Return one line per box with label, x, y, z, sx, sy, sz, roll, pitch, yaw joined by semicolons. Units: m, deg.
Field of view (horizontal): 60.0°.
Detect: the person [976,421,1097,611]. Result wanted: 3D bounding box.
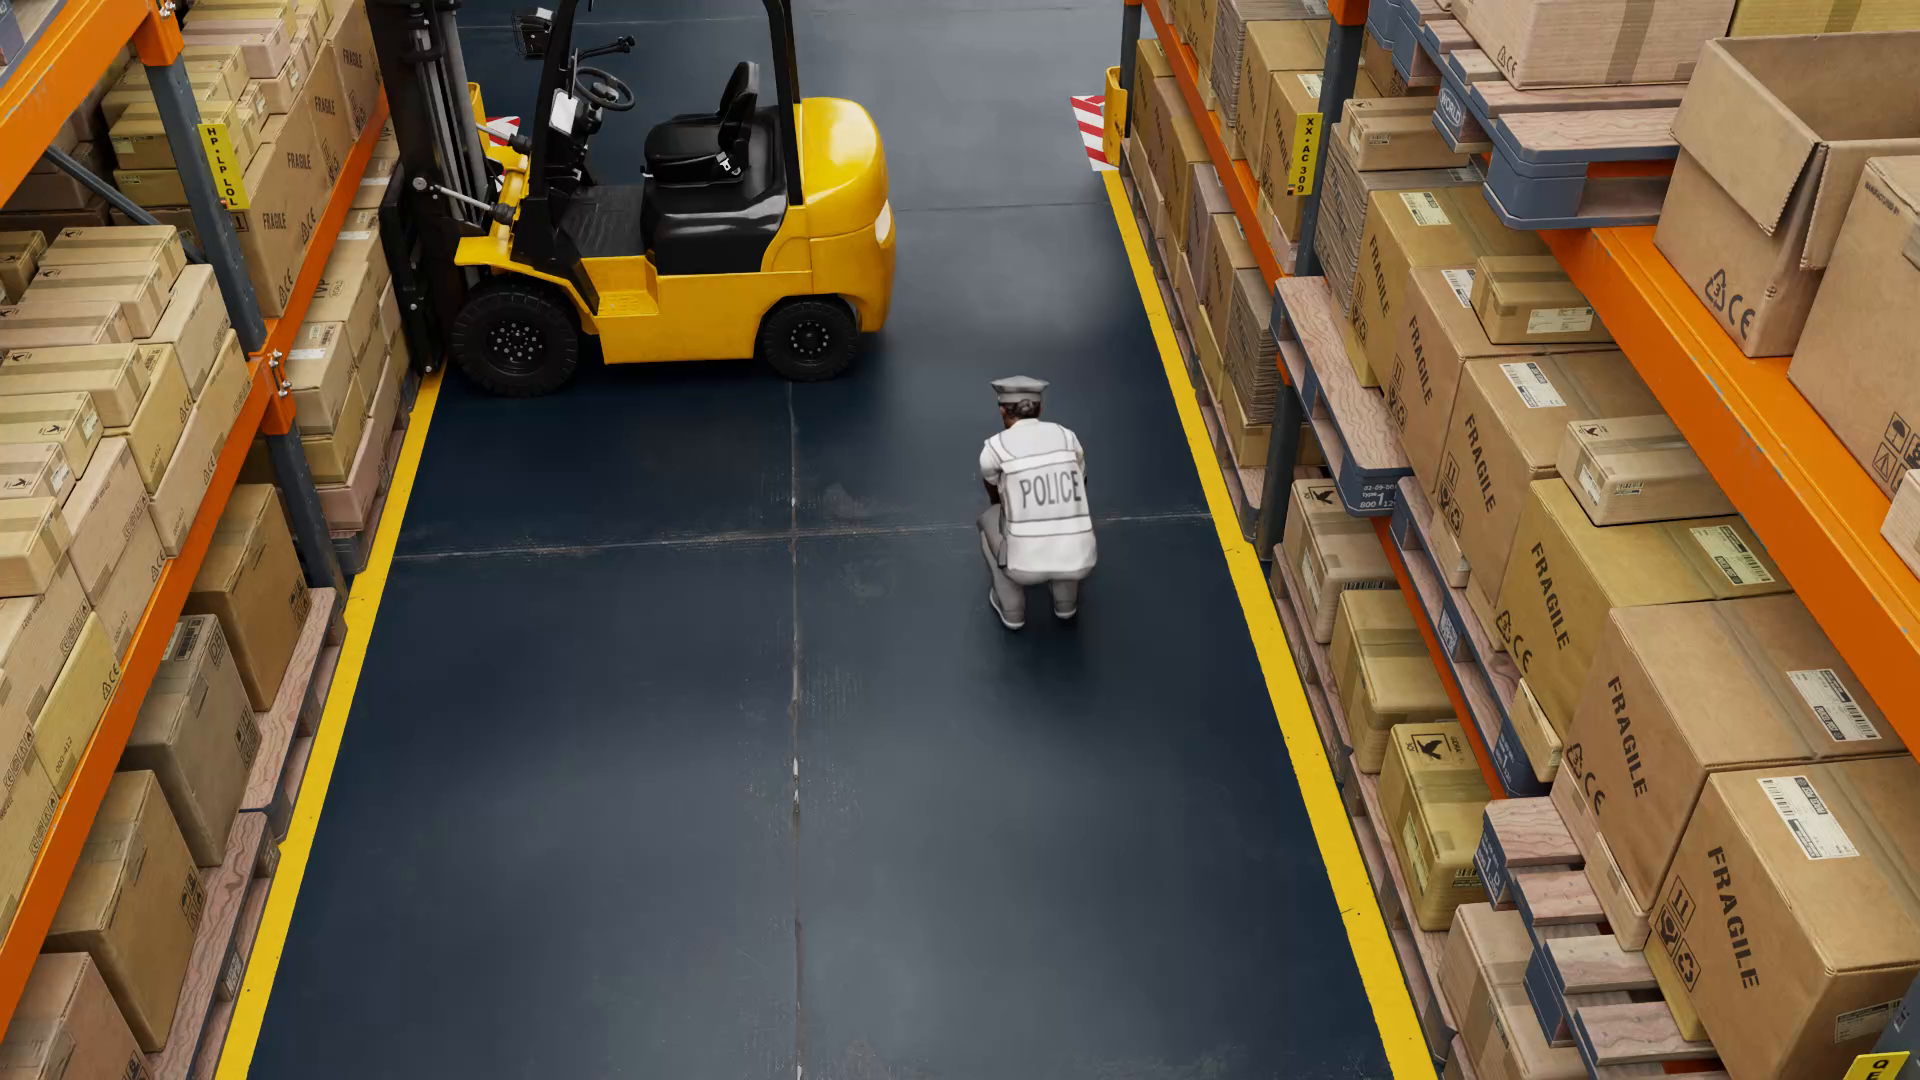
person;0.325;-0.050;6.841;0.465;0.793;0.579;-4;39;-5
